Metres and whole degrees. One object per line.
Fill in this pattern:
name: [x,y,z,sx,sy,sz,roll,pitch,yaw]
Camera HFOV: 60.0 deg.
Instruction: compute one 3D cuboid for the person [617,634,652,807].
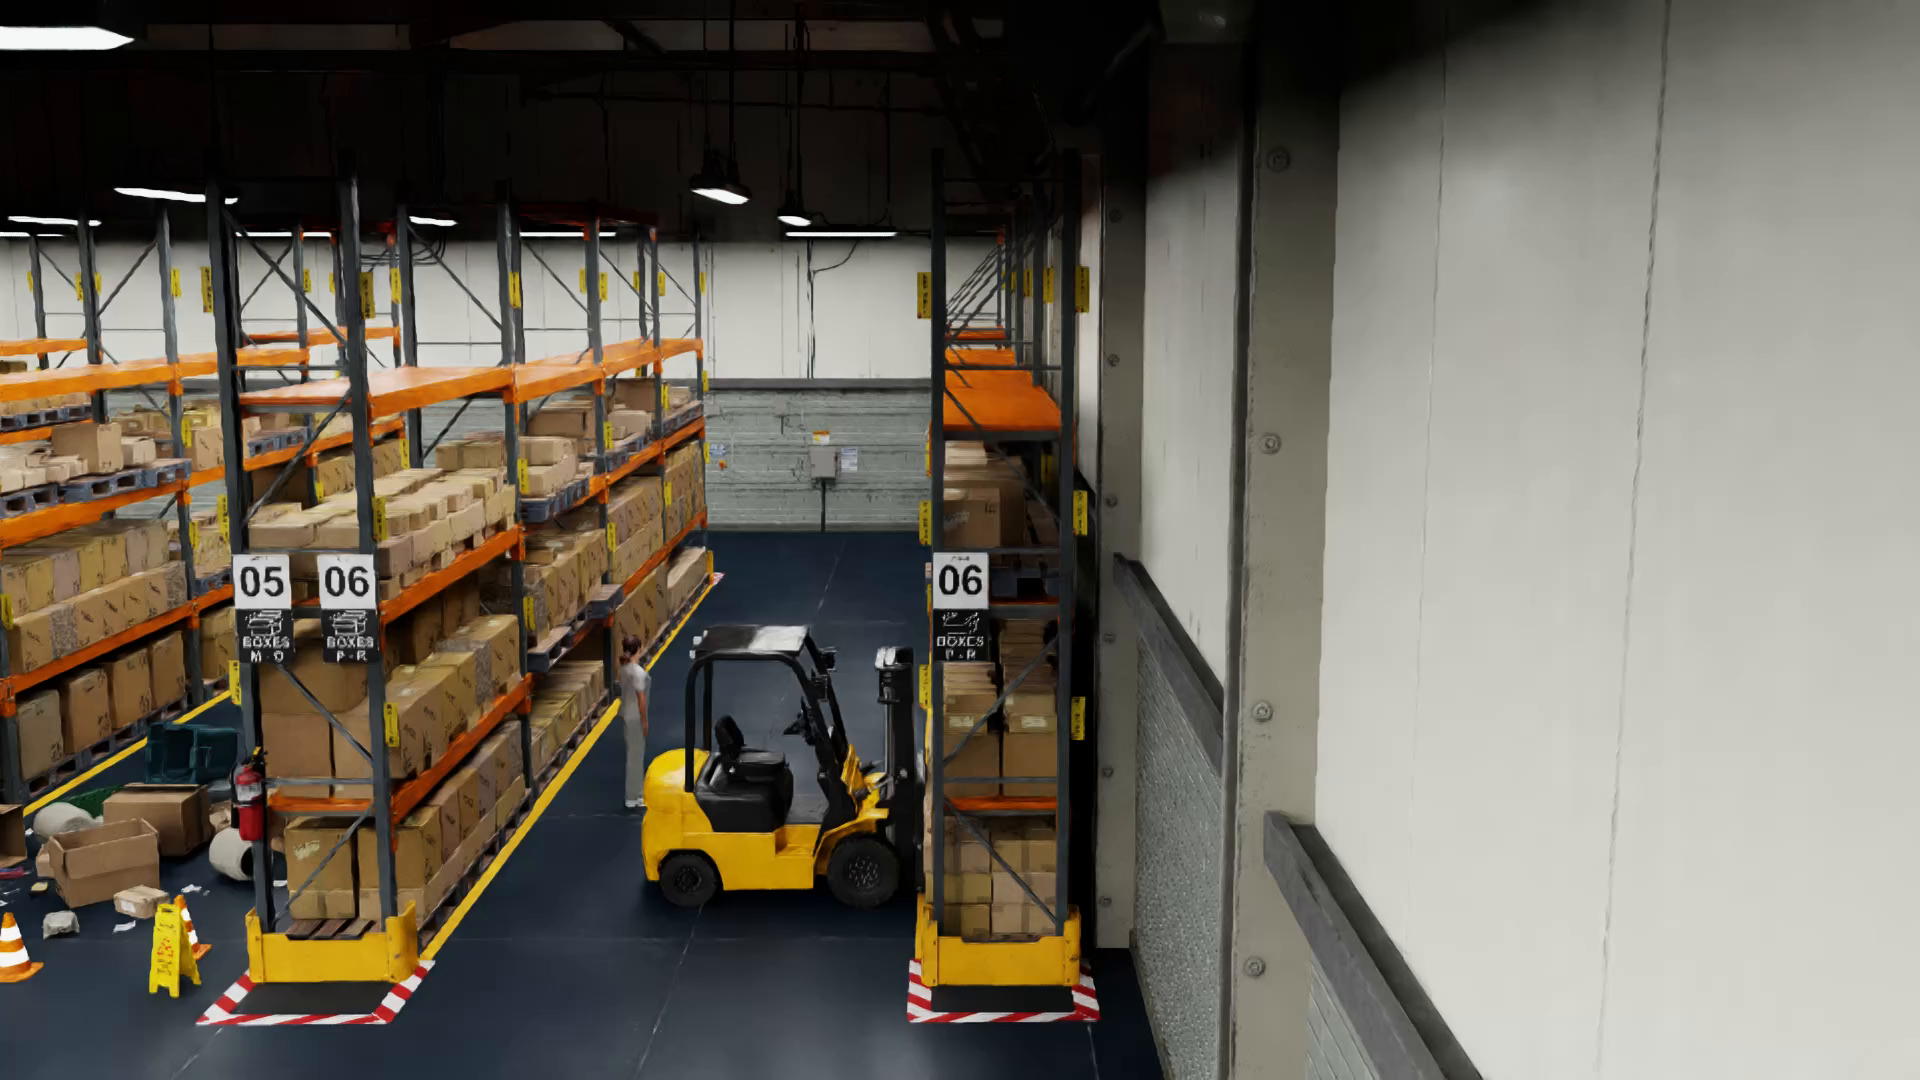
person: [-3.141,1.741,16.274,0.431,1.677,0.496,-6,11,-32]
